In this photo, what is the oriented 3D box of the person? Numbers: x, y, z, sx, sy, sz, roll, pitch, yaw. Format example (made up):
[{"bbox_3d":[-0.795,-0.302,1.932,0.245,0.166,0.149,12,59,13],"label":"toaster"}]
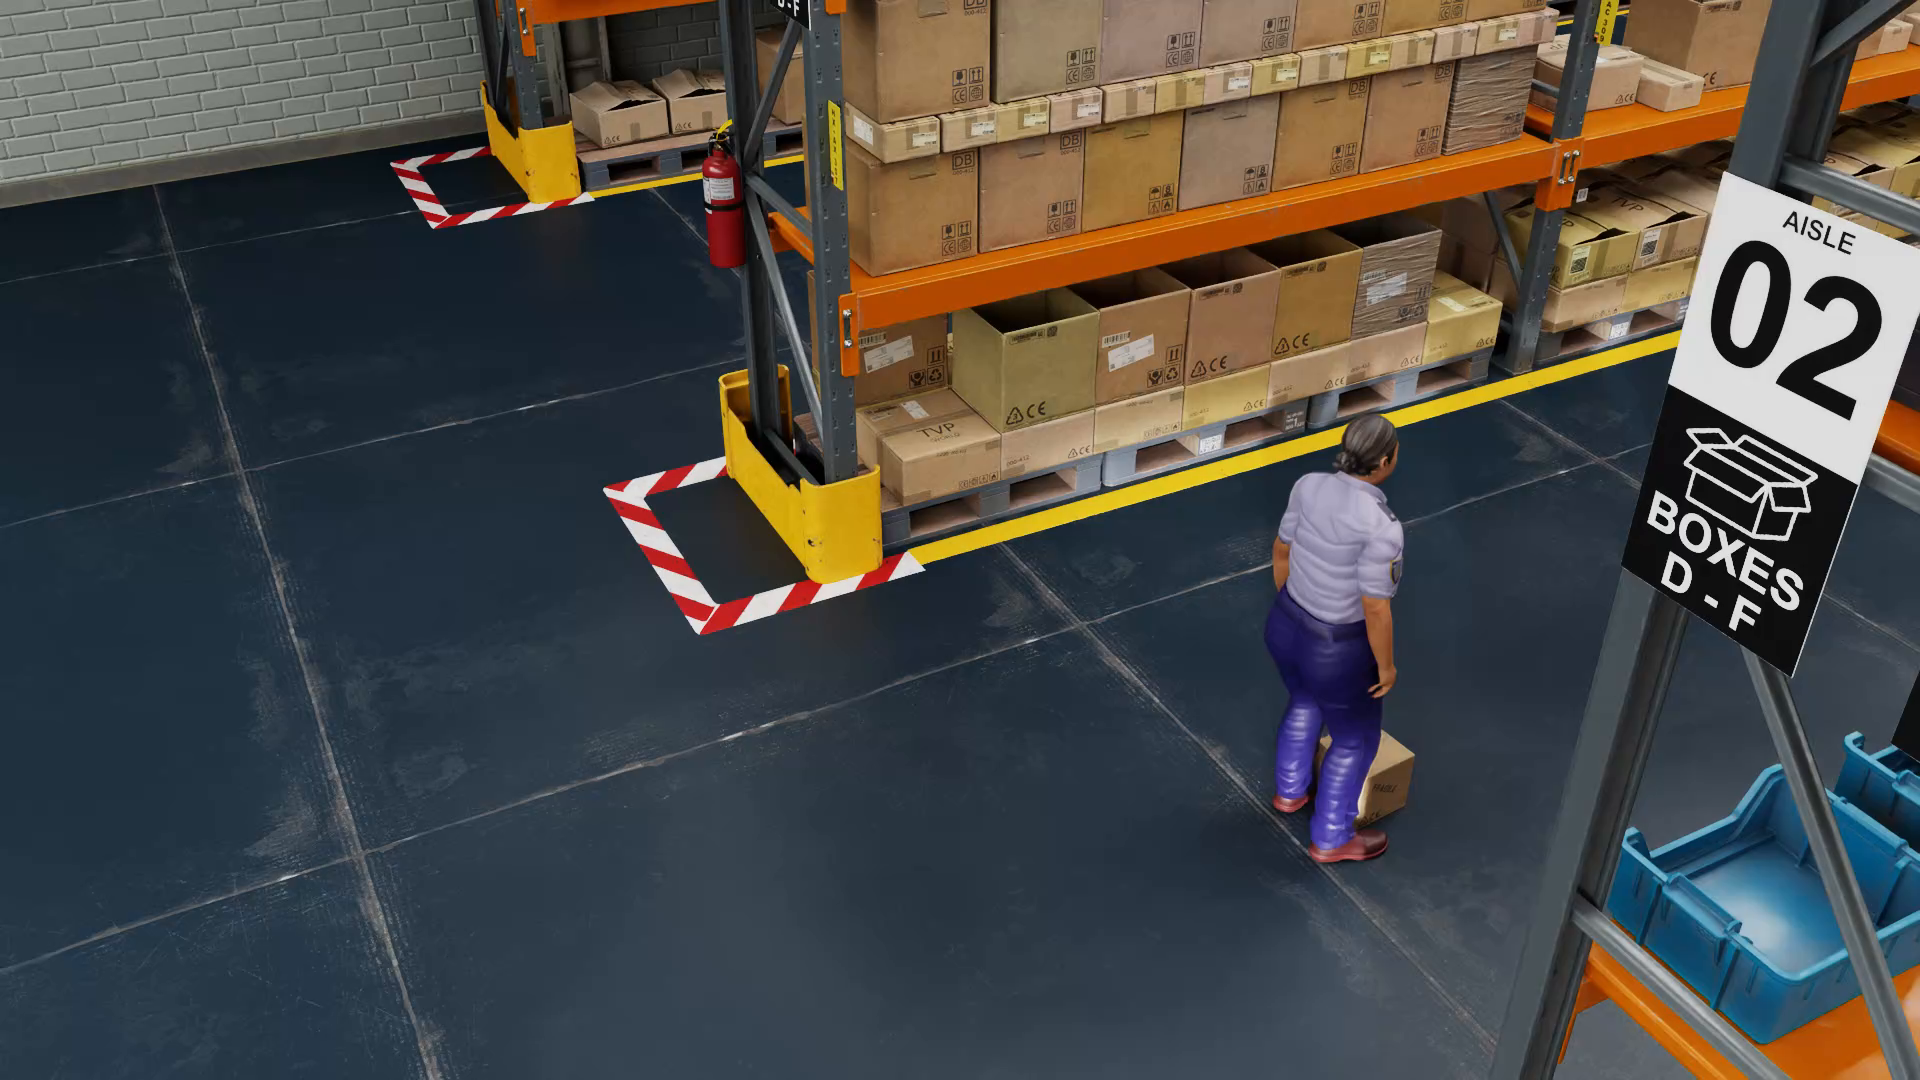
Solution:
[{"bbox_3d":[1.288,0.329,5.645,0.427,1.651,0.562,-18,37,-26],"label":"person"}]
